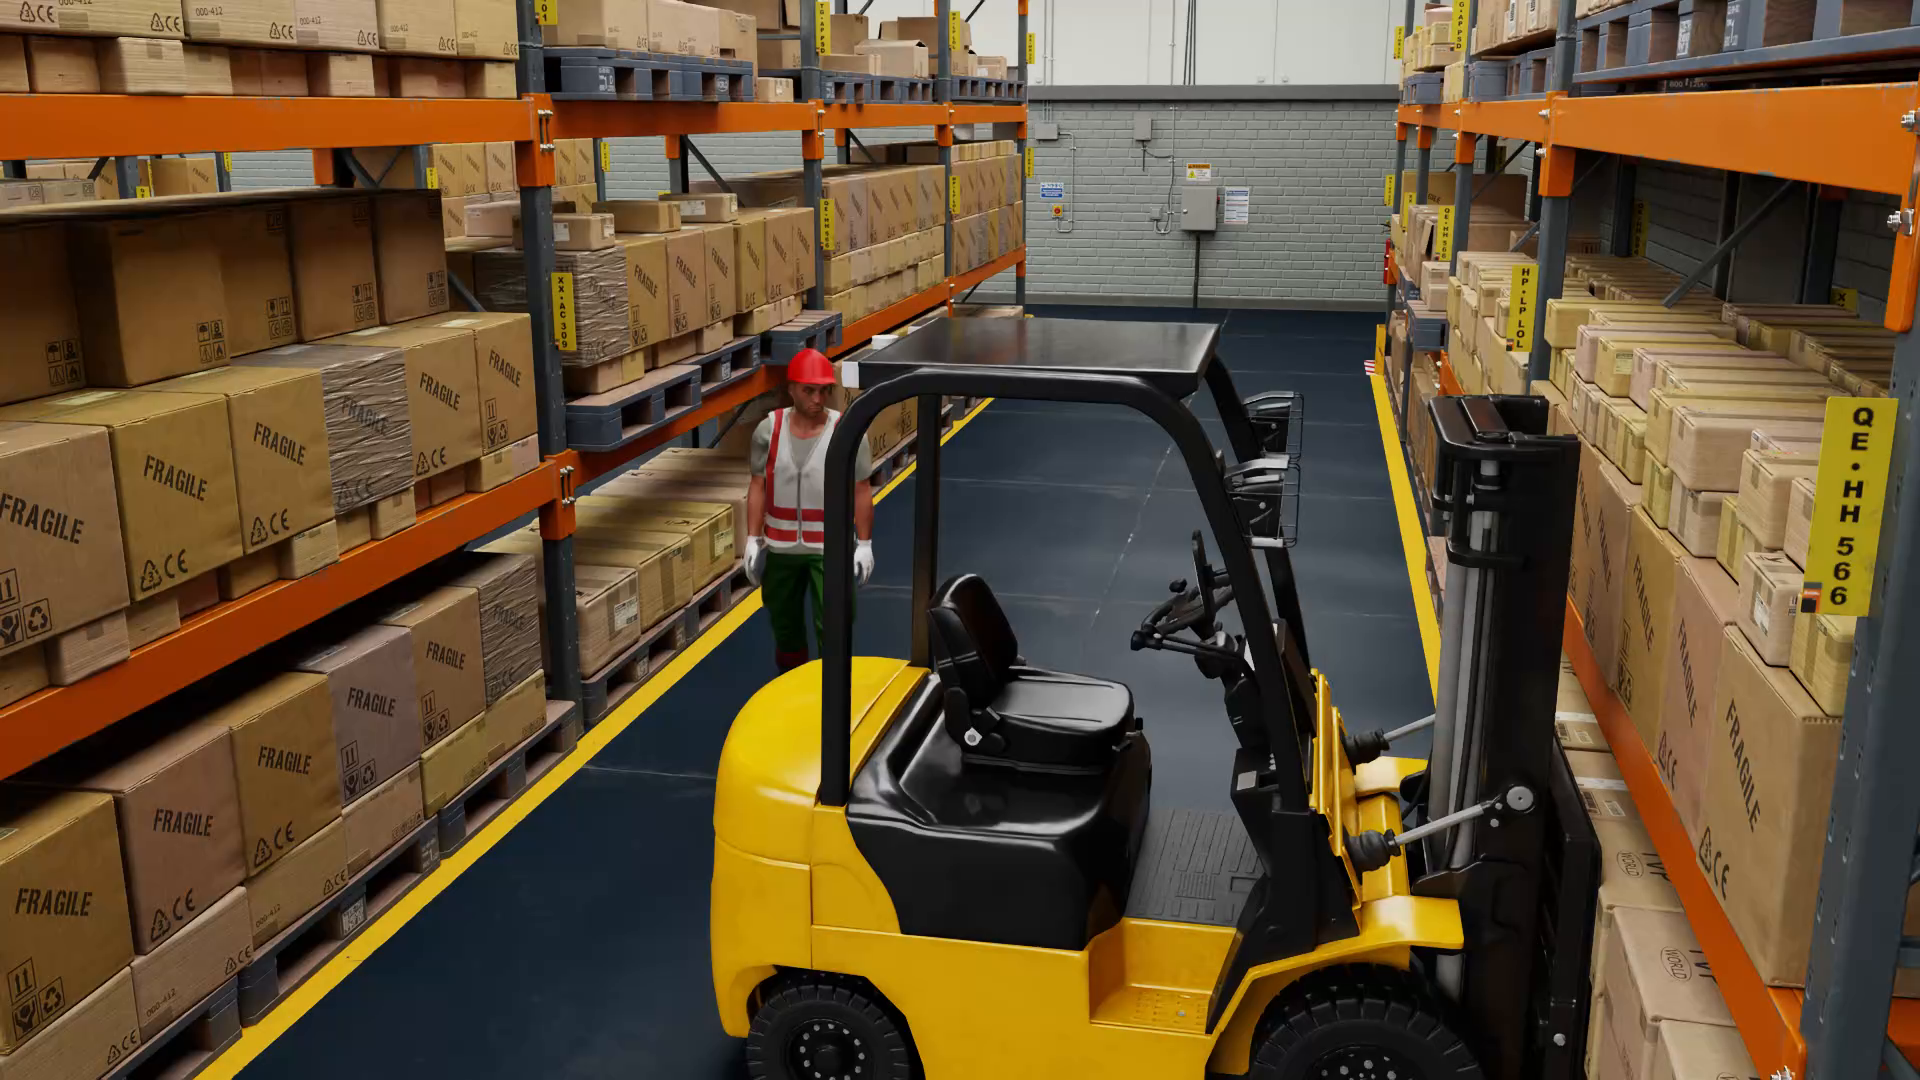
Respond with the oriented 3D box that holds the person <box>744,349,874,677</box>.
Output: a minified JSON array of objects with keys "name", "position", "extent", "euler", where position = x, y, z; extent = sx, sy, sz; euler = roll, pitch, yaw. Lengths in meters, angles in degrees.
[{"name":"person","position":[-0.698,0.038,7.348],"extent":[0.620,1.776,0.757],"euler":[3,15,10]}]
